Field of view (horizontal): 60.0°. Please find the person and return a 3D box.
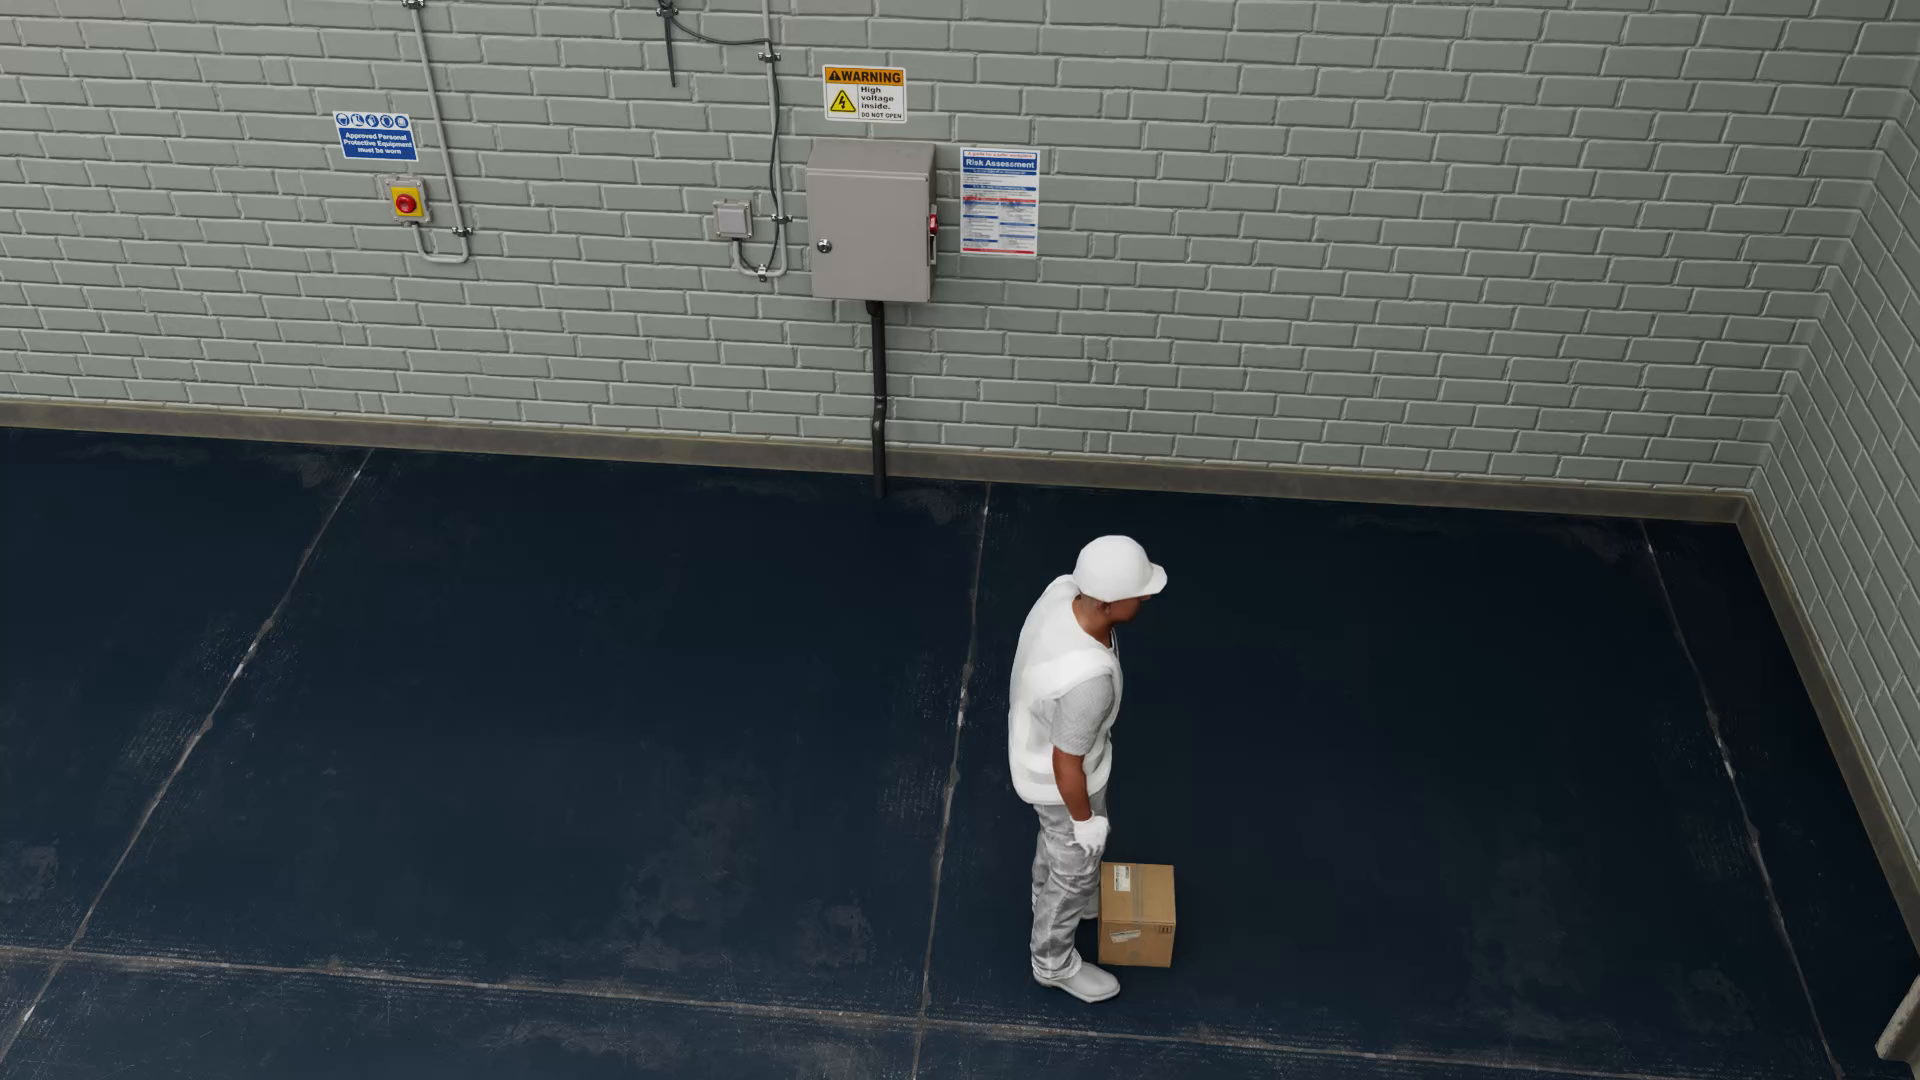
[{"bbox_3d":[0.377,0.706,5.298,0.450,1.773,0.621,1,40,1],"label":"person"}]
